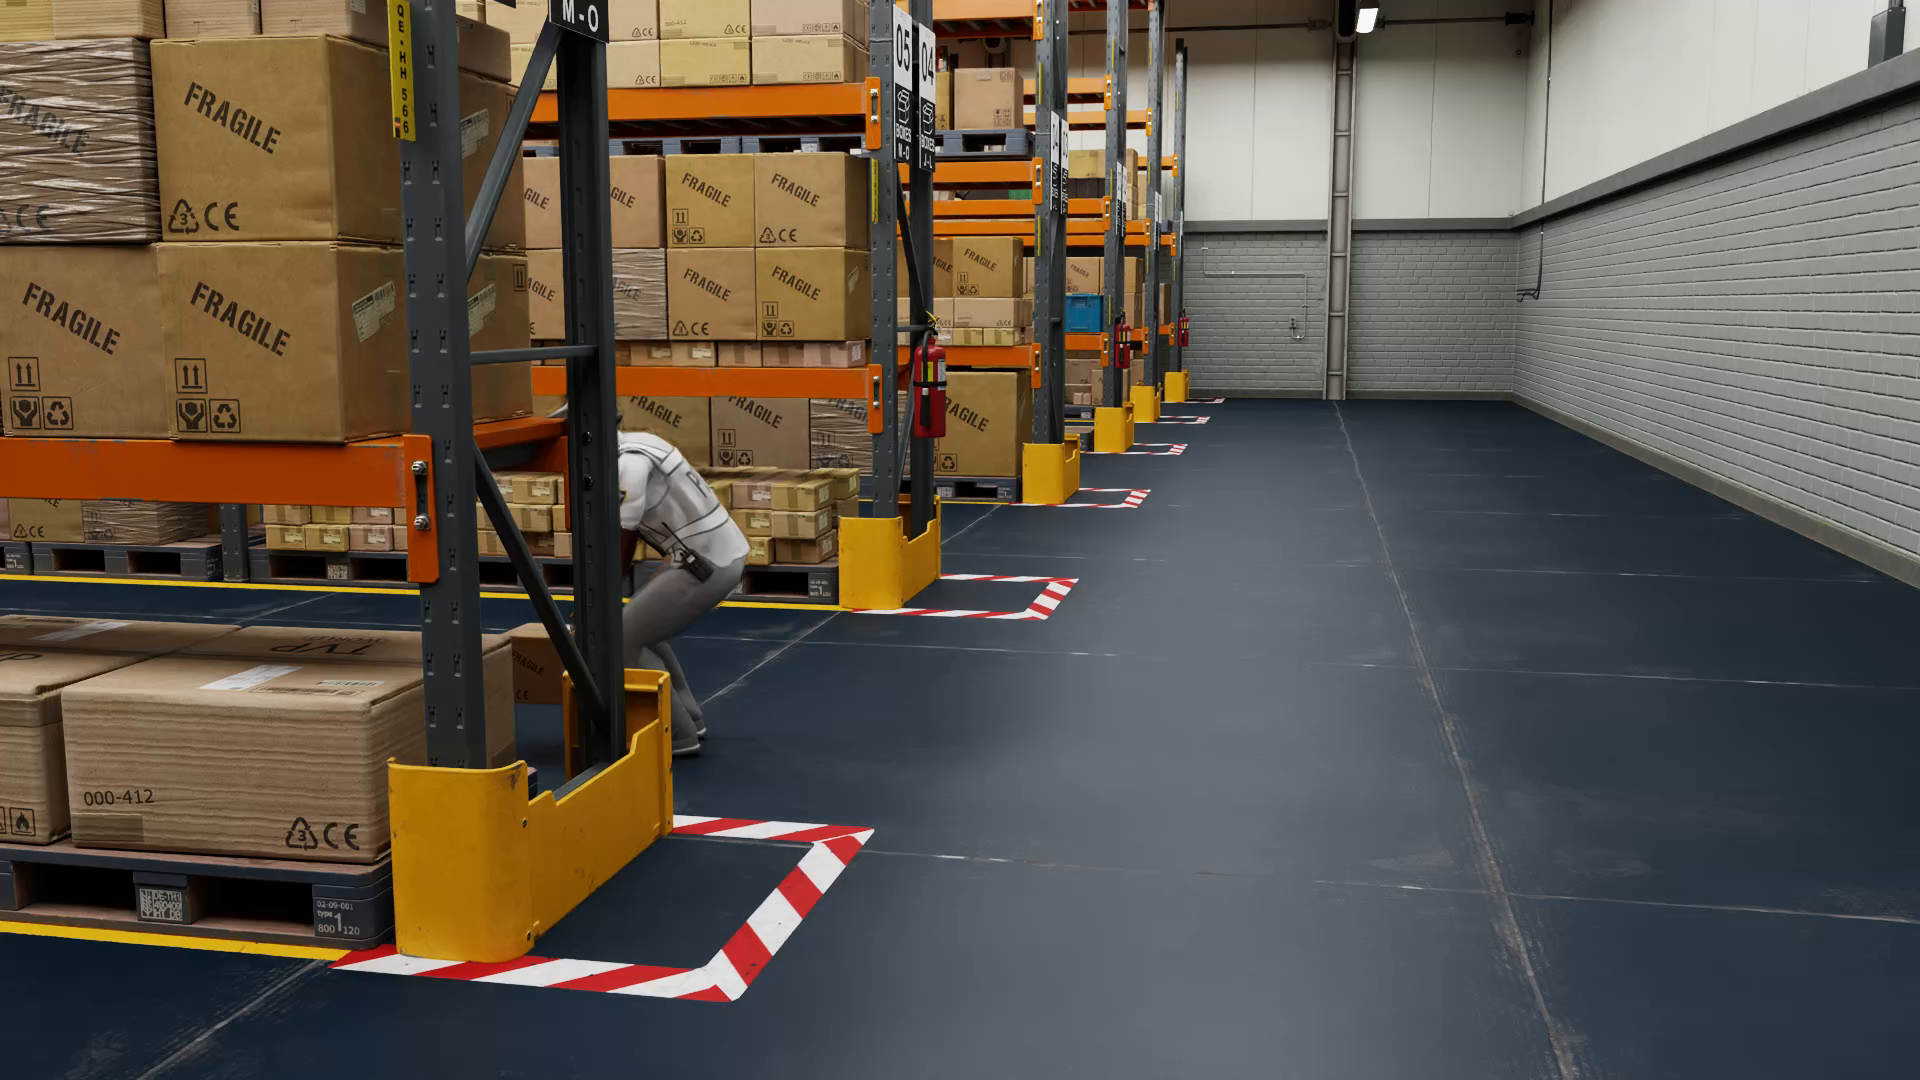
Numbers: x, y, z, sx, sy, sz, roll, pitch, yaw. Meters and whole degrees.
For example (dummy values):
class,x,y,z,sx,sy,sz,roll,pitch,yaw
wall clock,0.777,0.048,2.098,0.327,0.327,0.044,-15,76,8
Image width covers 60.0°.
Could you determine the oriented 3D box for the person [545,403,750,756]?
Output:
class,x,y,z,sx,sy,sz,roll,pitch,yaw
person,-1.146,0.130,6.115,0.738,1.333,0.497,-1,8,-4
